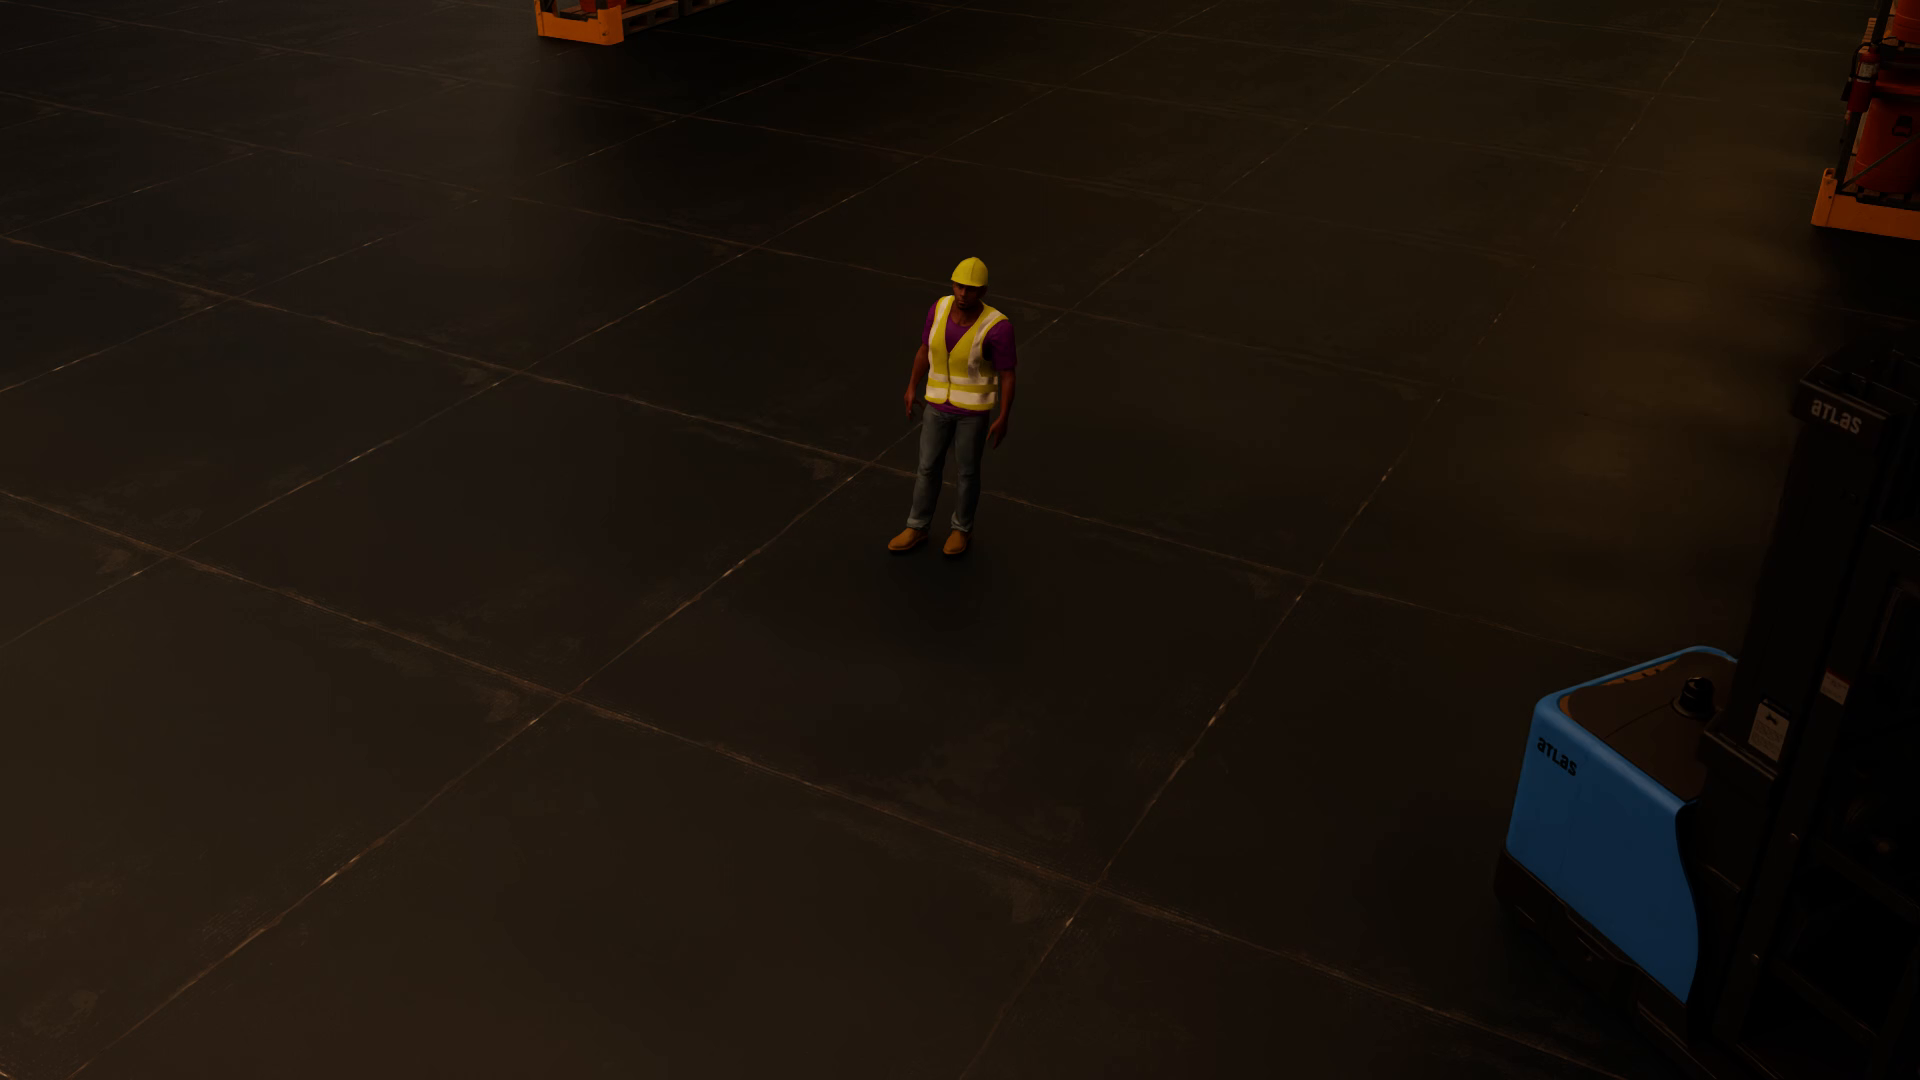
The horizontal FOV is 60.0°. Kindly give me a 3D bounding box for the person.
[{"bbox_3d":[-0.039,-0.743,9.508,0.665,1.765,0.577,15,33,25],"label":"person"}]

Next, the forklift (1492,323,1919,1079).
[{"bbox_3d":[3.415,0.859,5.583,1.130,2.935,3.031,-14,33,-22],"label":"forklift"}]
